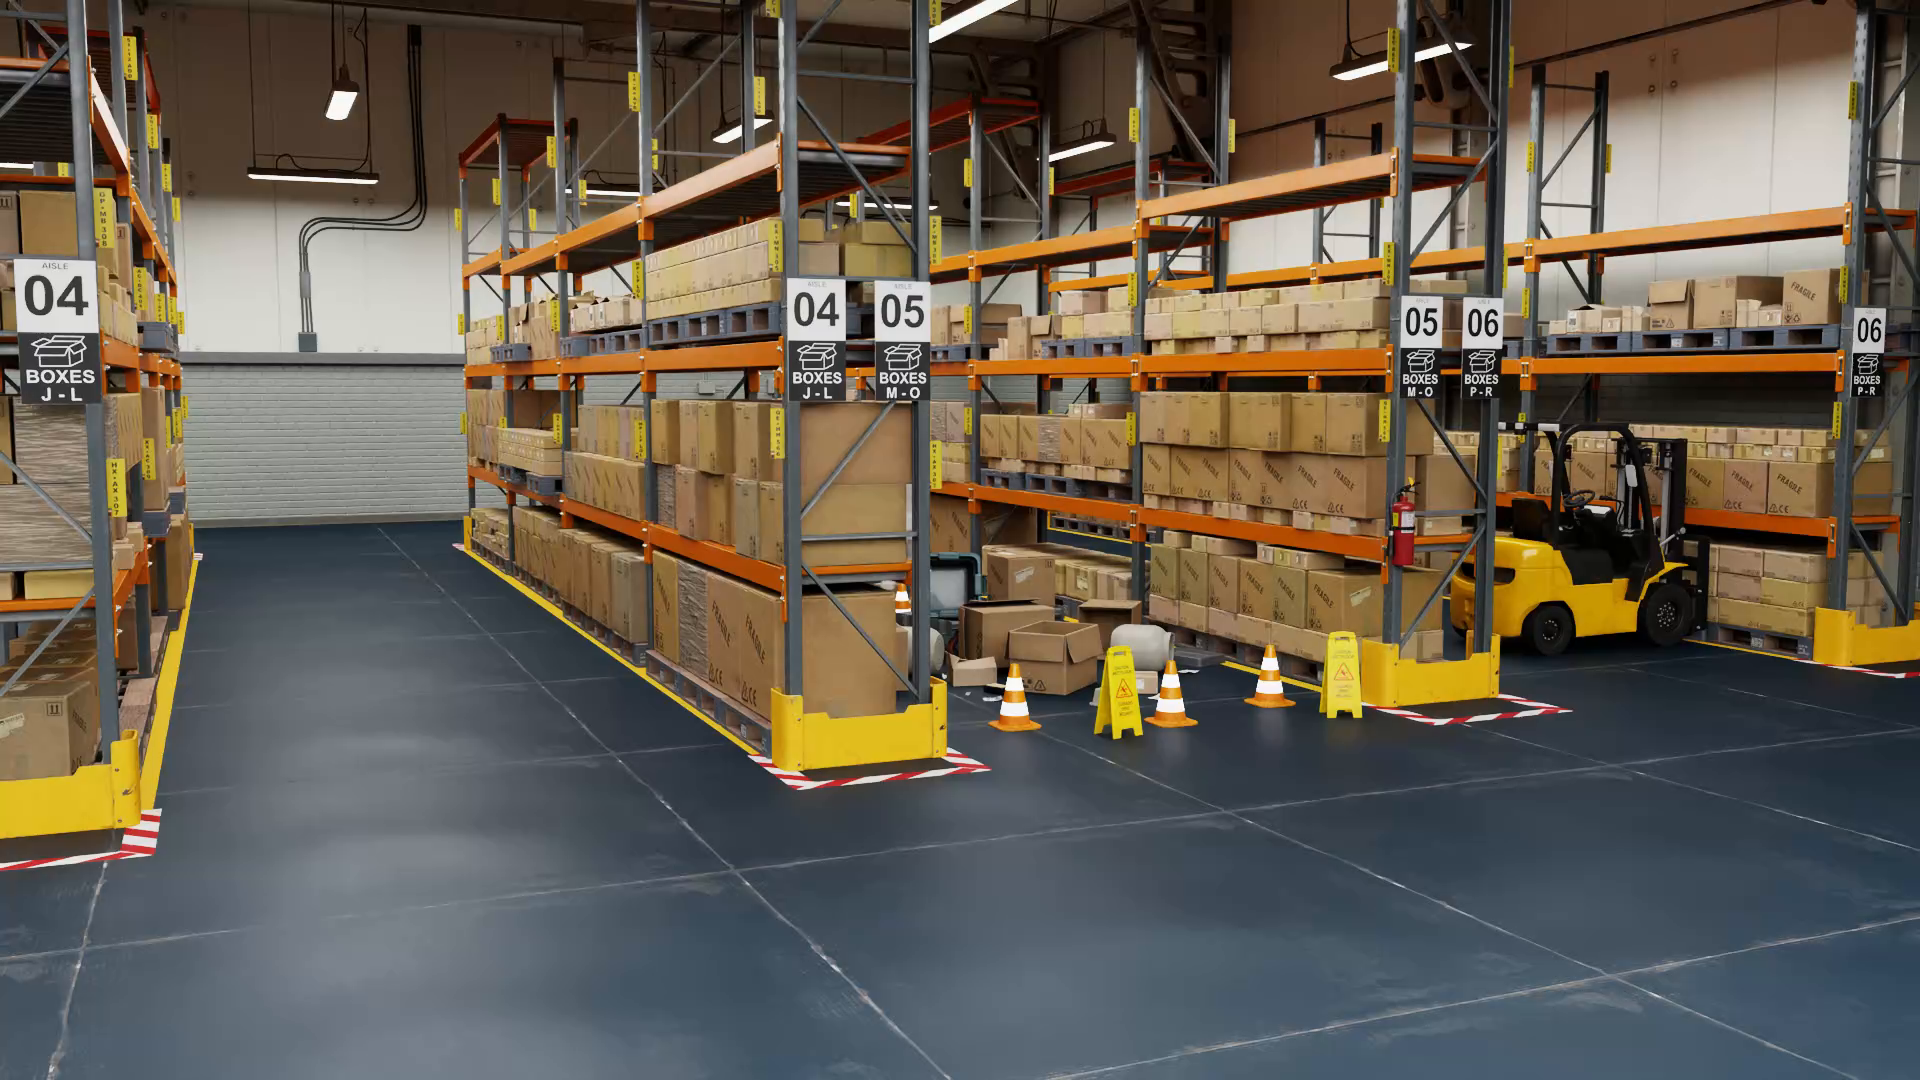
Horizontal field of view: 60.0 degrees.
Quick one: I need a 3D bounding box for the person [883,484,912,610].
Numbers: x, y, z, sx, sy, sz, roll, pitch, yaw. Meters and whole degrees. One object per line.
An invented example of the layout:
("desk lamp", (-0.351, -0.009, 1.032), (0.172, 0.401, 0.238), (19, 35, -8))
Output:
("person", (-0.678, -0.101, 18.530), (0.564, 1.792, 0.569), (-3, 6, -33))
